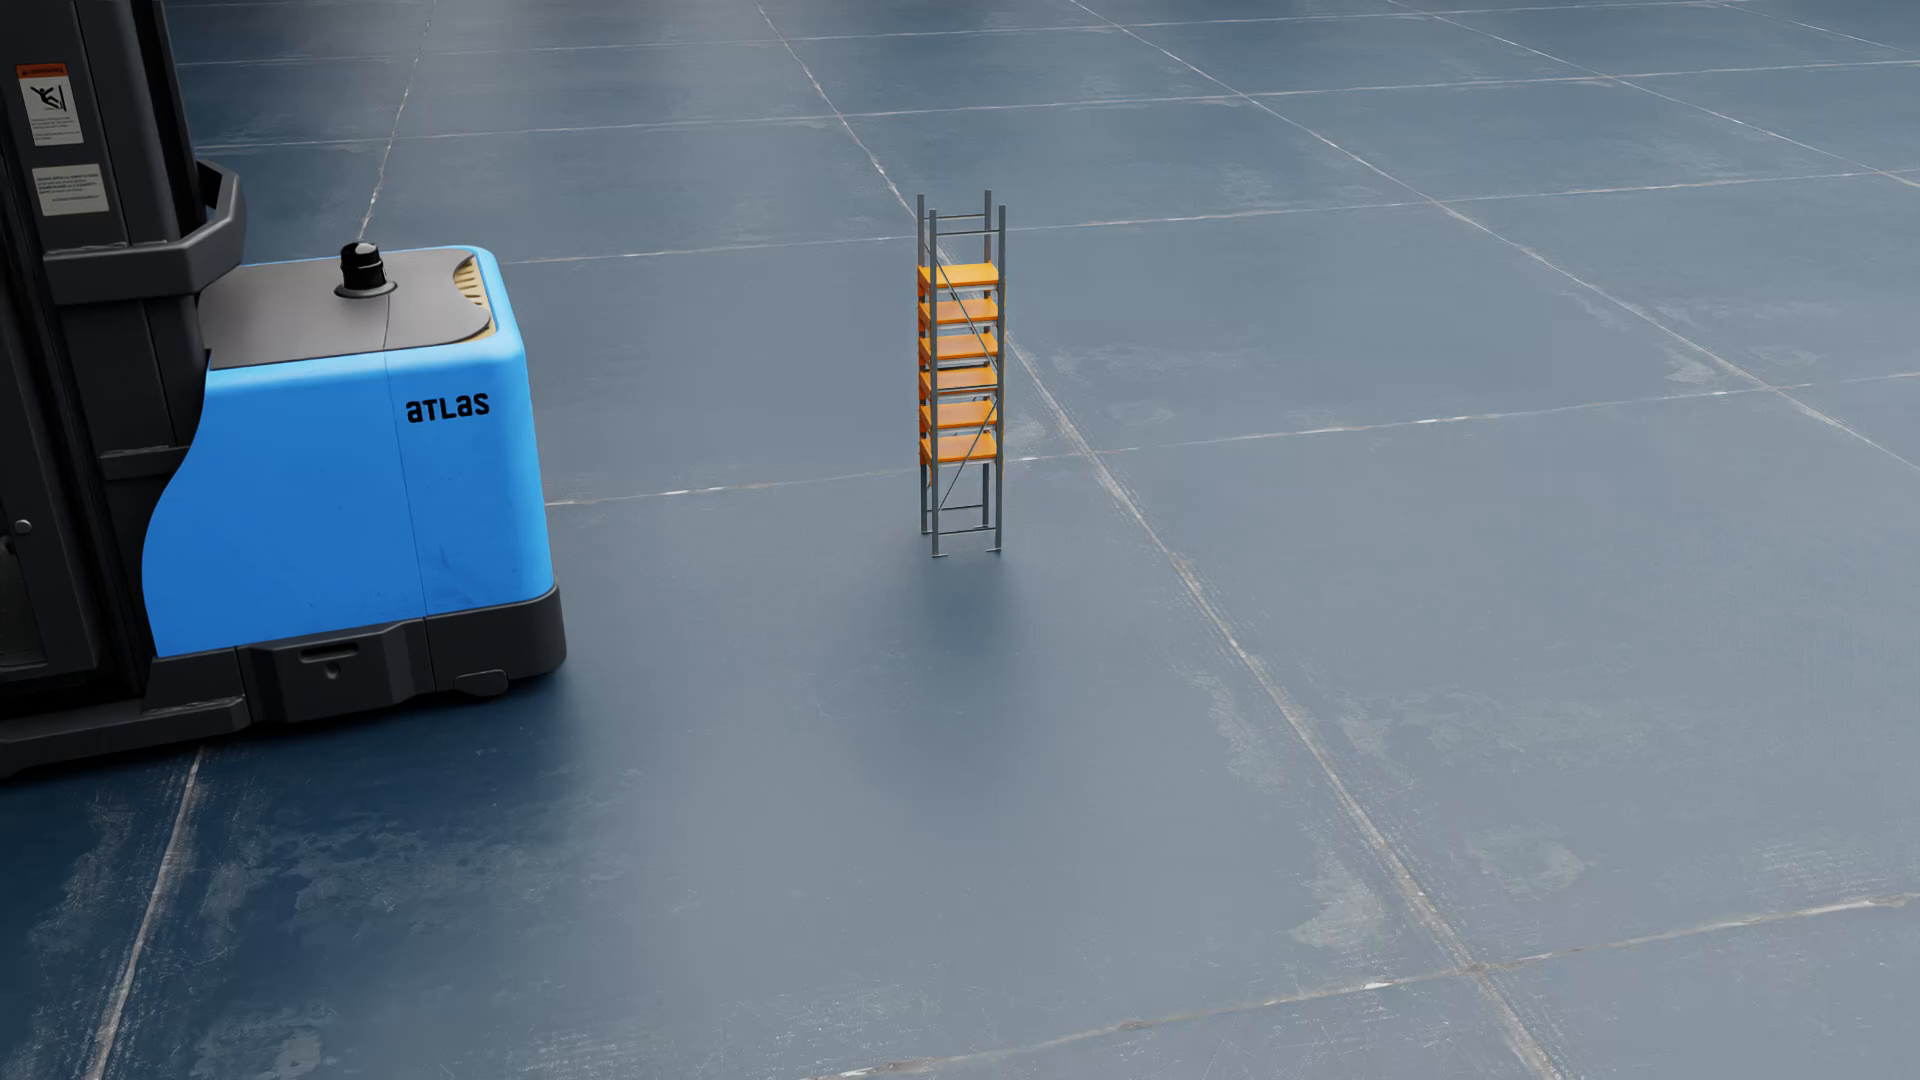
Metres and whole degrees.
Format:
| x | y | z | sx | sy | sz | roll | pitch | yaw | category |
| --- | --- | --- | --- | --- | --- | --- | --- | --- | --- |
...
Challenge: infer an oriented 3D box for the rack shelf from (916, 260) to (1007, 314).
| x | y | z | sx | sy | sz | roll | pitch | yaw | category |
| --- | --- | --- | --- | --- | --- | --- | --- | --- | --- |
| 0.003 | -0.811 | 5.325 | 0.258 | 0.103 | 0.180 | -6 | 27 | -12 | rack shelf |

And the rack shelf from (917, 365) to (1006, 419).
| x | y | z | sx | sy | sz | roll | pitch | yaw | category |
| --- | --- | --- | --- | --- | --- | --- | --- | --- | --- |
| 0.003 | -0.490 | 5.487 | 0.258 | 0.103 | 0.180 | -6 | 27 | -12 | rack shelf |

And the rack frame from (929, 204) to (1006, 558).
| x | y | z | sx | sy | sz | roll | pitch | yaw | category |
| --- | --- | --- | --- | --- | --- | --- | --- | --- | --- |
| 0.024 | -0.489 | 5.387 | 0.240 | 1.200 | 0.006 | -6 | 27 | -12 | rack frame |

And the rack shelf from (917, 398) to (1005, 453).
| x | y | z | sx | sy | sz | roll | pitch | yaw | category |
| --- | --- | --- | --- | --- | --- | --- | --- | --- | --- |
| 0.003 | -0.382 | 5.541 | 0.258 | 0.103 | 0.180 | -6 | 27 | -12 | rack shelf |

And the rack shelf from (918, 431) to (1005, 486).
| x | y | z | sx | sy | sz | roll | pitch | yaw | category |
| --- | --- | --- | --- | --- | --- | --- | --- | --- | --- |
| 0.003 | -0.275 | 5.595 | 0.258 | 0.103 | 0.180 | -6 | 27 | -12 | rack shelf |

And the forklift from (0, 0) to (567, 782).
| x | y | z | sx | sy | sz | roll | pitch | yaw | category |
| --- | --- | --- | --- | --- | --- | --- | --- | --- | --- |
| -2.735 | -0.866 | 4.213 | 3.031 | 2.935 | 1.130 | -9 | 28 | -17 | forklift |

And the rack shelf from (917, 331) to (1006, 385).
| x | y | z | sx | sy | sz | roll | pitch | yaw | category |
| --- | --- | --- | --- | --- | --- | --- | --- | --- | --- |
| 0.003 | -0.597 | 5.433 | 0.258 | 0.103 | 0.180 | -6 | 27 | -12 | rack shelf |

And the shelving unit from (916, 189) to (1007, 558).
| x | y | z | sx | sy | sz | roll | pitch | yaw | category |
| --- | --- | --- | --- | --- | --- | --- | --- | --- | --- |
| 0.003 | -0.529 | 5.467 | 0.258 | 1.200 | 0.189 | -6 | 27 | -12 | shelving unit |

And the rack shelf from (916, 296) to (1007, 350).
| x | y | z | sx | sy | sz | roll | pitch | yaw | category |
| --- | --- | --- | --- | --- | --- | --- | --- | --- | --- |
| 0.003 | -0.704 | 5.379 | 0.258 | 0.103 | 0.180 | -6 | 27 | -12 | rack shelf |

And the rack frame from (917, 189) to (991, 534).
| x | y | z | sx | sy | sz | roll | pitch | yaw | category |
| --- | --- | --- | --- | --- | --- | --- | --- | --- | --- |
| -0.017 | -0.569 | 5.547 | 0.240 | 1.200 | 0.006 | -6 | 27 | -12 | rack frame |
